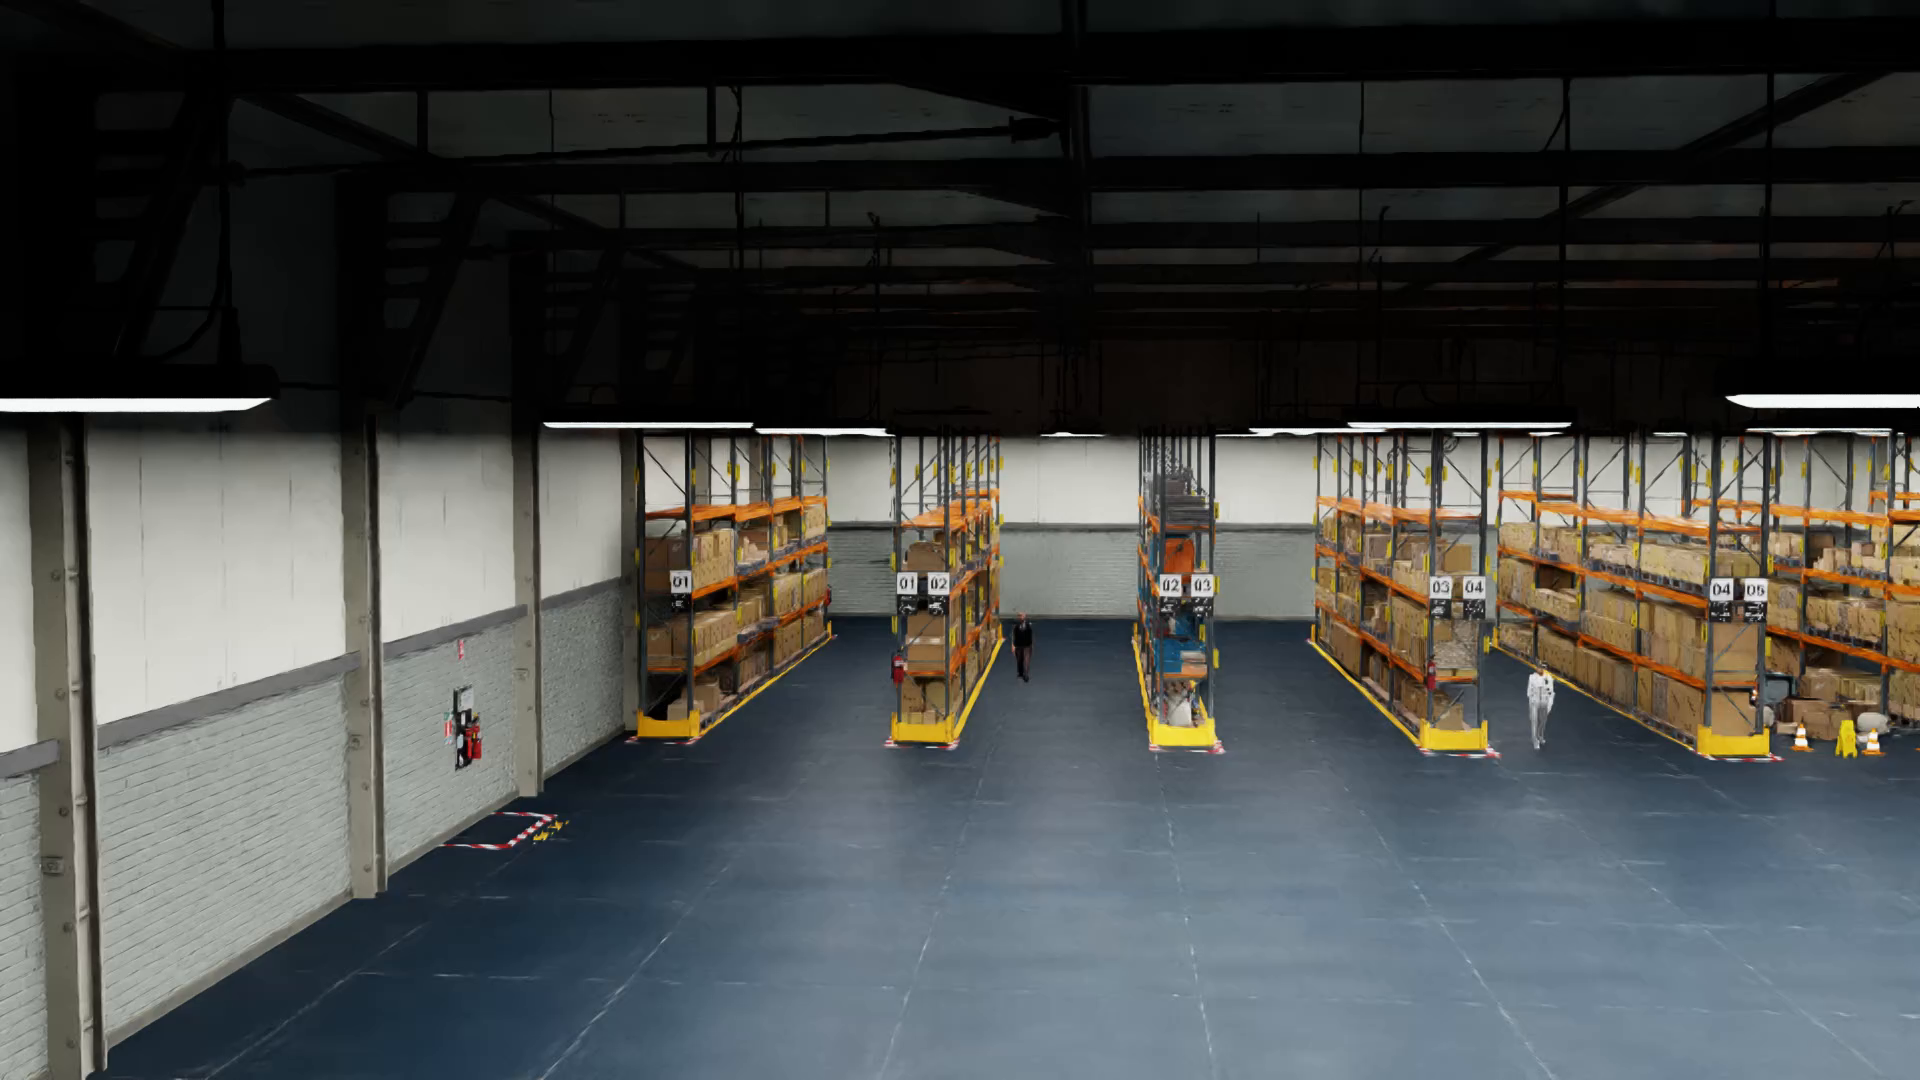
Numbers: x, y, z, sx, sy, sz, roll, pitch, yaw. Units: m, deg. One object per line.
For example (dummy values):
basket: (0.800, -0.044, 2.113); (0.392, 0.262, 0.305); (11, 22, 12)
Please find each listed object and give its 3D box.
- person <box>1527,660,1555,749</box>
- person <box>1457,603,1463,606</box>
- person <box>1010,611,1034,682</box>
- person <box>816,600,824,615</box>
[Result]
person: (10.767, 3.014, 30.812); (0.461, 1.616, 0.977); (1, 4, 12)
person: (14.142, 2.010, 46.863); (0.548, 1.745, 0.931); (2, 4, 24)
person: (1.461, 2.496, 39.341); (0.542, 1.647, 1.115); (0, 3, 7)
person: (-4.201, 1.834, 49.272); (0.465, 1.761, 0.722); (2, 4, 31)
